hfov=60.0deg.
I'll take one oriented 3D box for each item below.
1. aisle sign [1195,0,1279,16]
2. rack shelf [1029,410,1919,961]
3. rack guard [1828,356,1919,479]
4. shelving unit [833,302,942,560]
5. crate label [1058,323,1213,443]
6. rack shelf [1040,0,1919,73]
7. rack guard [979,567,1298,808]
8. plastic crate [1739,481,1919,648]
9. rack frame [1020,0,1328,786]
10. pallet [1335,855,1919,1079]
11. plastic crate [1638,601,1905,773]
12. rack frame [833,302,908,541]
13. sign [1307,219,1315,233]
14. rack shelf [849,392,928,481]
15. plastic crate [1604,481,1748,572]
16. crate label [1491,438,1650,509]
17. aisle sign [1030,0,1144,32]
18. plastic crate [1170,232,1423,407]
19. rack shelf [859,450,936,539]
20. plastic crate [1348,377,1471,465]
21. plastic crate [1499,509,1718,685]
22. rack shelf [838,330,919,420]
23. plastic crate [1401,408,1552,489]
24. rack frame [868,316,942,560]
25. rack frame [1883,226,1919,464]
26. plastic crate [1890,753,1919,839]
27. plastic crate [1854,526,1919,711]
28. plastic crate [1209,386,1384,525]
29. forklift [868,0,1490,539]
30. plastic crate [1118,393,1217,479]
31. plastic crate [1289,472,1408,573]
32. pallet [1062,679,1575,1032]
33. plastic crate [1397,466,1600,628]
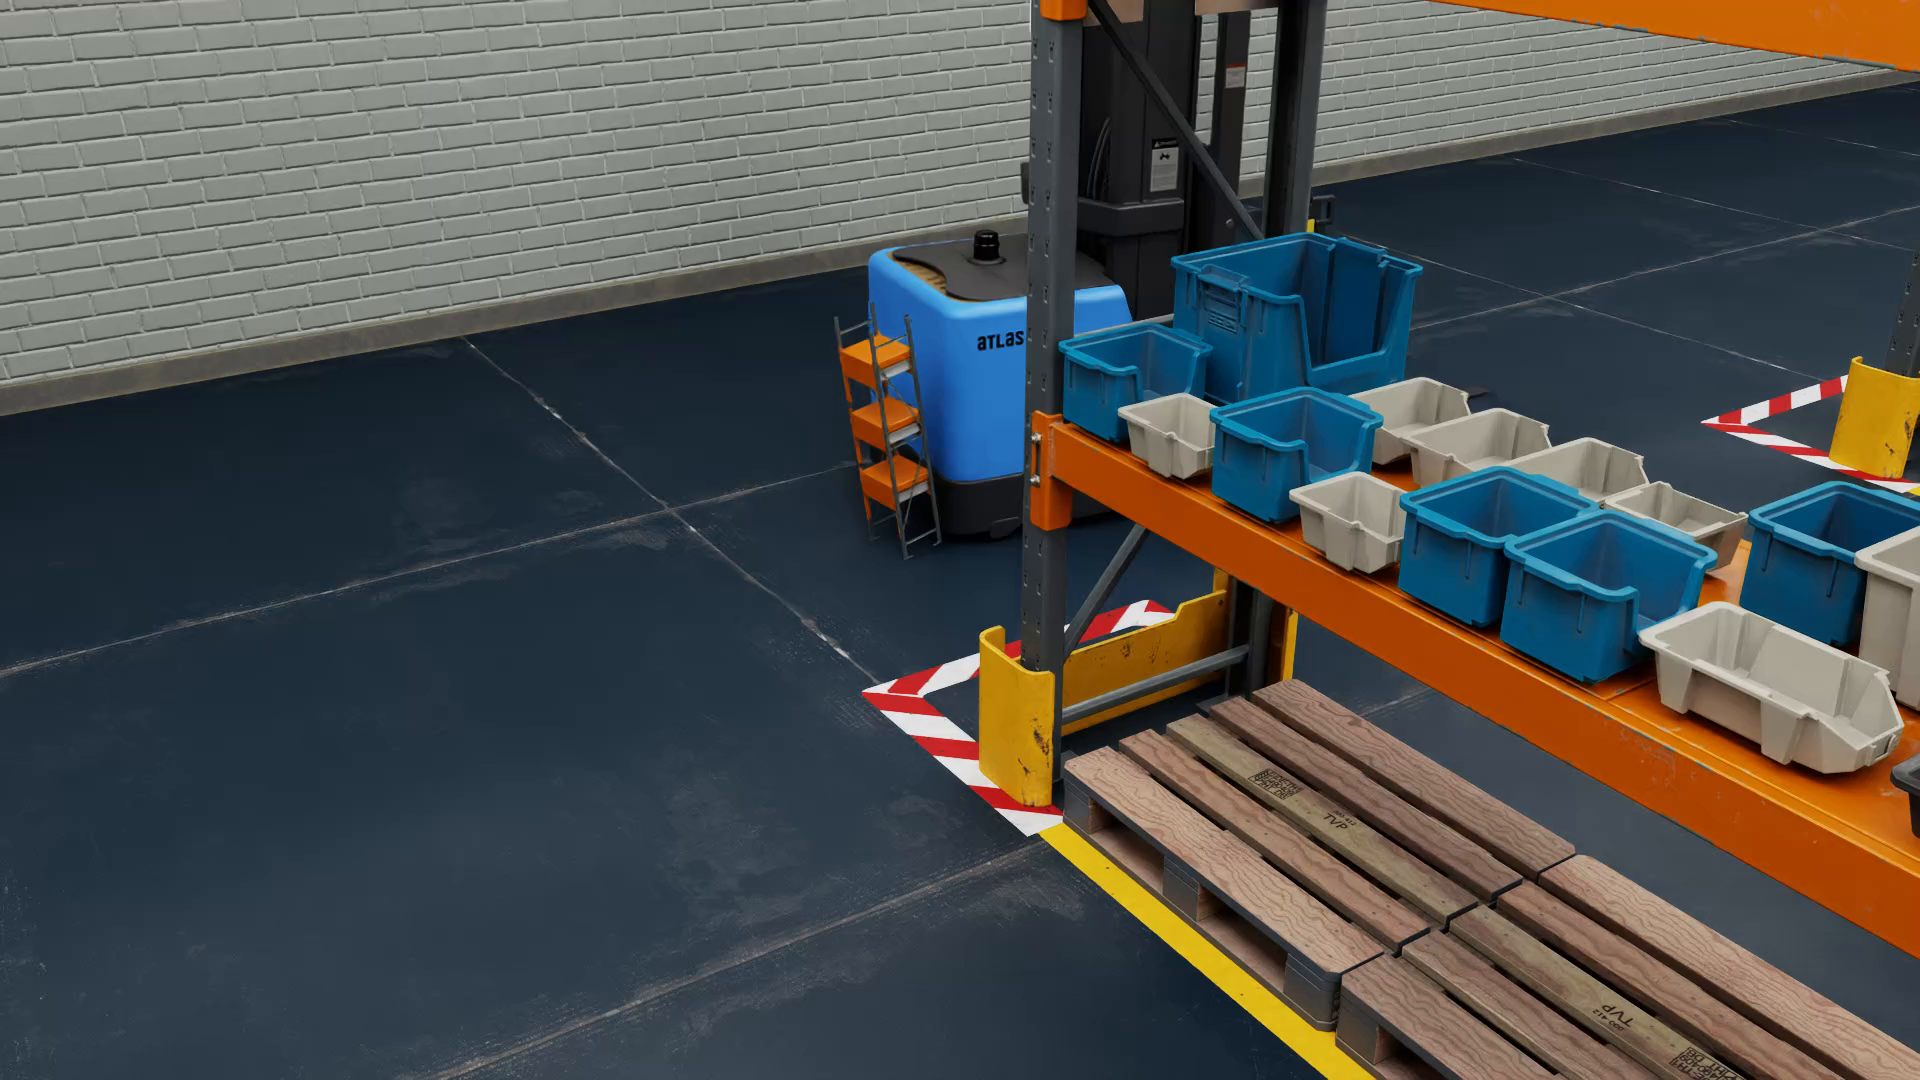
[{"bbox_3d":[0.852,-1.936,4.792,0.394,0.787,0.004,-16,29,-30],"label":"aisle sign"},{"bbox_3d":[1.738,0.375,3.786,1.077,0.370,4.000,-16,29,-30],"label":"rack shelf"},{"bbox_3d":[4.783,-0.699,8.144,1.175,0.500,0.348,-16,29,-30],"label":"rack guard"},{"bbox_3d":[-0.295,-0.444,6.932,0.215,1.050,0.252,-27,35,-29],"label":"shelving unit"},{"bbox_3d":[0.505,-0.453,4.821,0.416,0.233,0.303,-16,29,-30],"label":"crate label"},{"bbox_3d":[1.738,-0.982,3.145,1.077,0.370,4.000,-16,29,-30],"label":"rack shelf"},{"bbox_3d":[0.622,0.459,5.693,1.175,0.500,0.348,-16,29,-30],"label":"rack guard"},{"bbox_3d":[1.982,0.057,3.741,0.416,0.233,0.300,-16,29,-30],"label":"plastic crate"},{"bbox_3d":[0.646,-0.666,5.147,1.000,3.000,0.127,-16,29,-30],"label":"rack frame"},{"bbox_3d":[1.725,1.335,4.175,1.003,0.211,1.213,-16,29,-30],"label":"pallet"},{"bbox_3d":[1.627,0.304,3.331,0.293,0.136,0.466,-16,29,-30],"label":"plastic crate"},{"bbox_3d":[-0.370,-0.484,7.019,0.200,1.050,0.008,-27,35,-29],"label":"rack frame"},{"bbox_3d":[1.098,-0.874,5.396,0.100,0.325,0.005,-16,29,-30],"label":"sign"},{"bbox_3d":[-0.293,-0.434,6.937,0.215,0.259,0.240,-27,35,-29],"label":"rack shelf"},{"bbox_3d":[1.739,-0.022,4.022,0.298,0.136,0.250,-16,29,-30],"label":"plastic crate"},{"bbox_3d":[1.561,-0.124,4.237,0.396,0.136,0.243,-16,29,-30],"label":"crate label"},{"bbox_3d":[0.358,-1.798,4.500,0.394,0.787,0.004,-16,29,-30],"label":"aisle sign"},{"bbox_3d":[0.985,-0.633,4.965,0.616,0.435,0.499,-16,29,-30],"label":"plastic crate"},{"bbox_3d":[-0.260,-0.196,7.077,0.215,0.259,0.240,-27,35,-29],"label":"rack shelf"},{"bbox_3d":[1.243,-0.325,4.662,0.396,0.136,0.243,-16,29,-30],"label":"plastic crate"},{"bbox_3d":[1.387,0.126,3.596,0.416,0.233,0.300,-16,29,-30],"label":"plastic crate"},{"bbox_3d":[-0.327,-0.677,6.794,0.215,0.259,0.240,-27,35,-29],"label":"rack shelf"},{"bbox_3d":[1.389,-0.218,4.436,0.396,0.136,0.243,-16,29,-30],"label":"plastic crate"},{"bbox_3d":[-0.219,-0.403,6.845,0.200,1.050,0.008,-27,35,-29],"label":"rack frame"},{"bbox_3d":[4.796,-1.820,7.592,1.000,3.000,0.127,-16,29,-30],"label":"rack frame"},{"bbox_3d":[1.993,0.524,2.878,0.437,0.125,0.590,-16,29,-30],"label":"plastic crate"},{"bbox_3d":[2.150,0.202,3.377,0.437,0.282,0.530,-16,29,-30],"label":"plastic crate"},{"bbox_3d":[0.864,-0.217,4.322,0.416,0.233,0.300,-16,29,-30],"label":"plastic crate"},{"bbox_3d":[1.133,-1.736,7.493,3.031,2.935,1.130,-11,27,-22],"label":"forklift"},{"bbox_3d":[0.611,-0.275,4.557,0.250,0.136,0.298,-16,29,-30],"label":"plastic crate"},{"bbox_3d":[0.981,-0.032,4.043,0.250,0.136,0.298,-16,29,-30],"label":"plastic crate"},{"bbox_3d":[1.064,0.899,5.099,1.003,0.211,1.213,-16,29,-30],"label":"pallet"},{"bbox_3d":[1.224,0.018,3.823,0.416,0.233,0.300,-16,29,-30],"label":"plastic crate"}]
